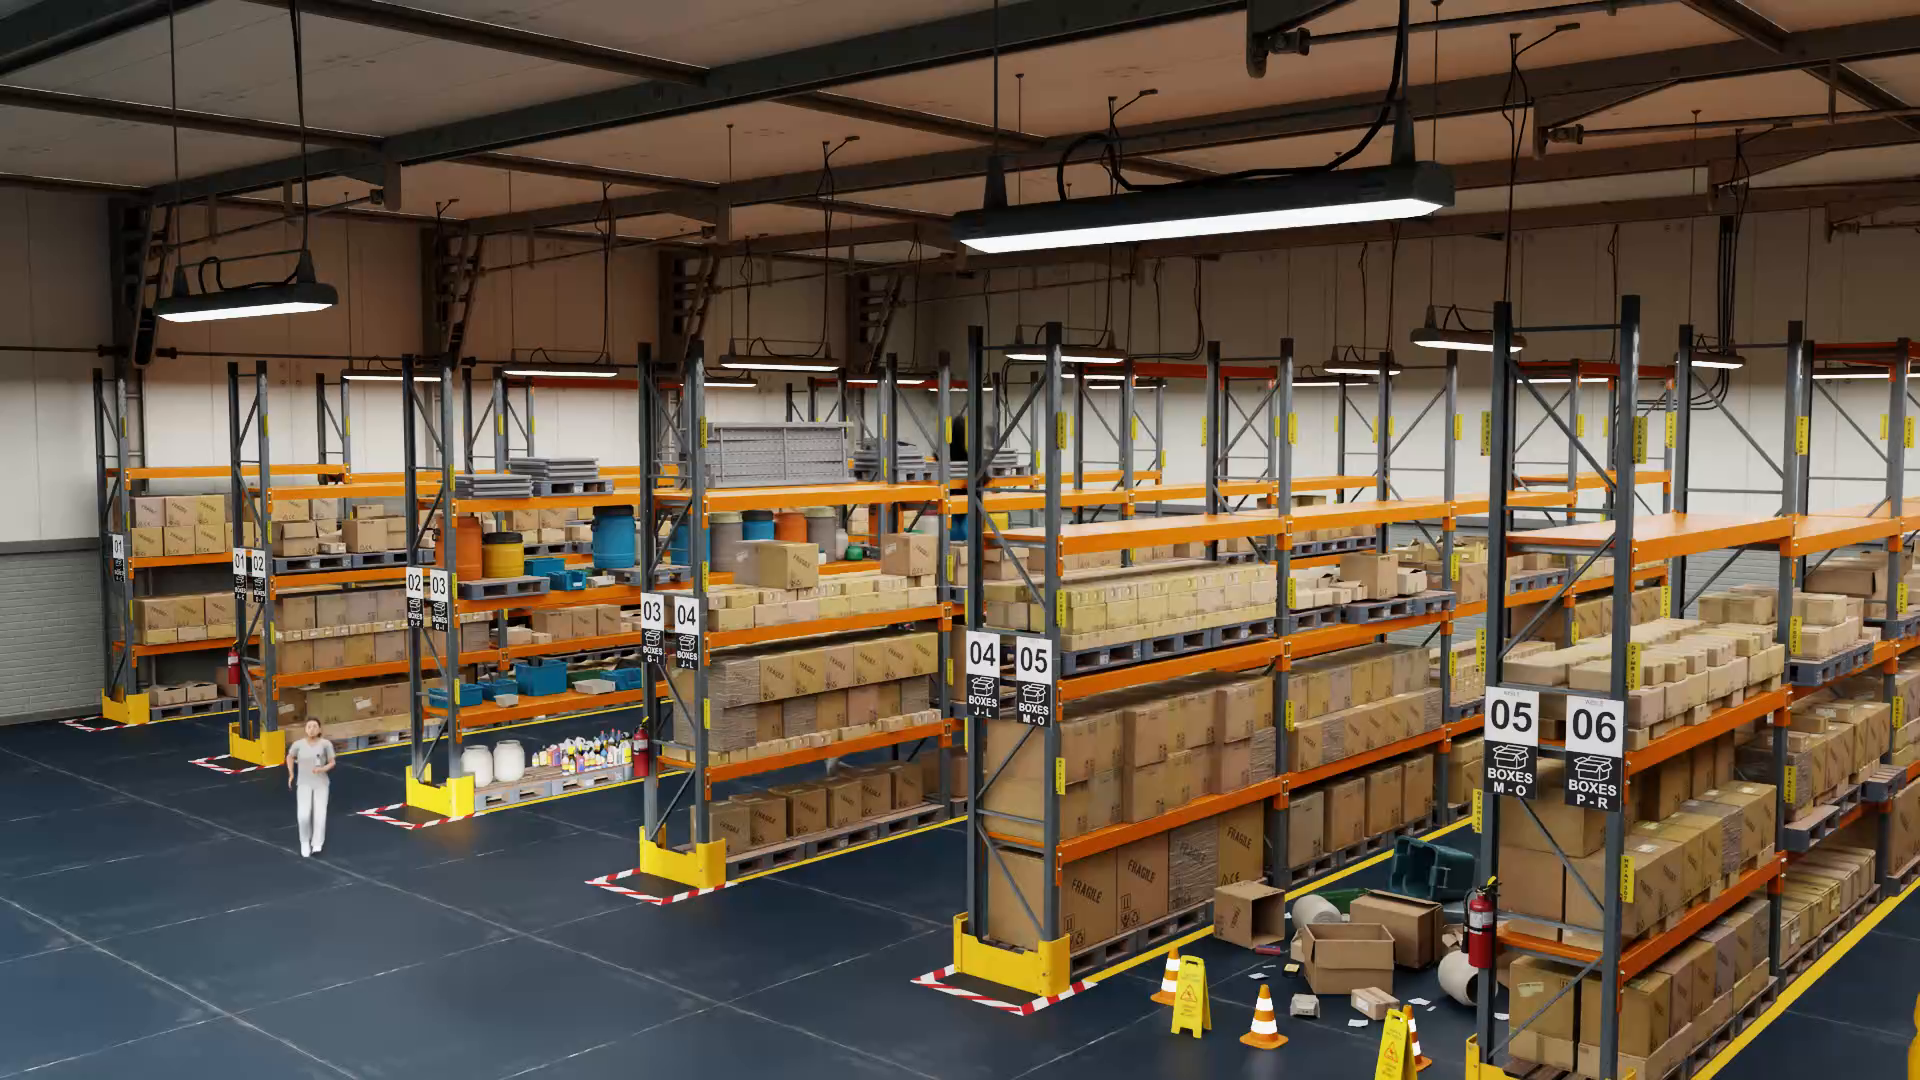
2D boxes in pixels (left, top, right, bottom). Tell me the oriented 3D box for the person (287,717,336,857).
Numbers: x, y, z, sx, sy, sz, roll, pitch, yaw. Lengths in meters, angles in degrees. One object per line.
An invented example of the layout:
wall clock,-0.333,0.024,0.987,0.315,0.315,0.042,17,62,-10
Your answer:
person,-7.595,2.894,19.486,0.546,1.645,0.656,-2,4,-20

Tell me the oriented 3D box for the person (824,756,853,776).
person,-1.640,2.691,22.509,0.617,1.682,0.747,3,5,35
